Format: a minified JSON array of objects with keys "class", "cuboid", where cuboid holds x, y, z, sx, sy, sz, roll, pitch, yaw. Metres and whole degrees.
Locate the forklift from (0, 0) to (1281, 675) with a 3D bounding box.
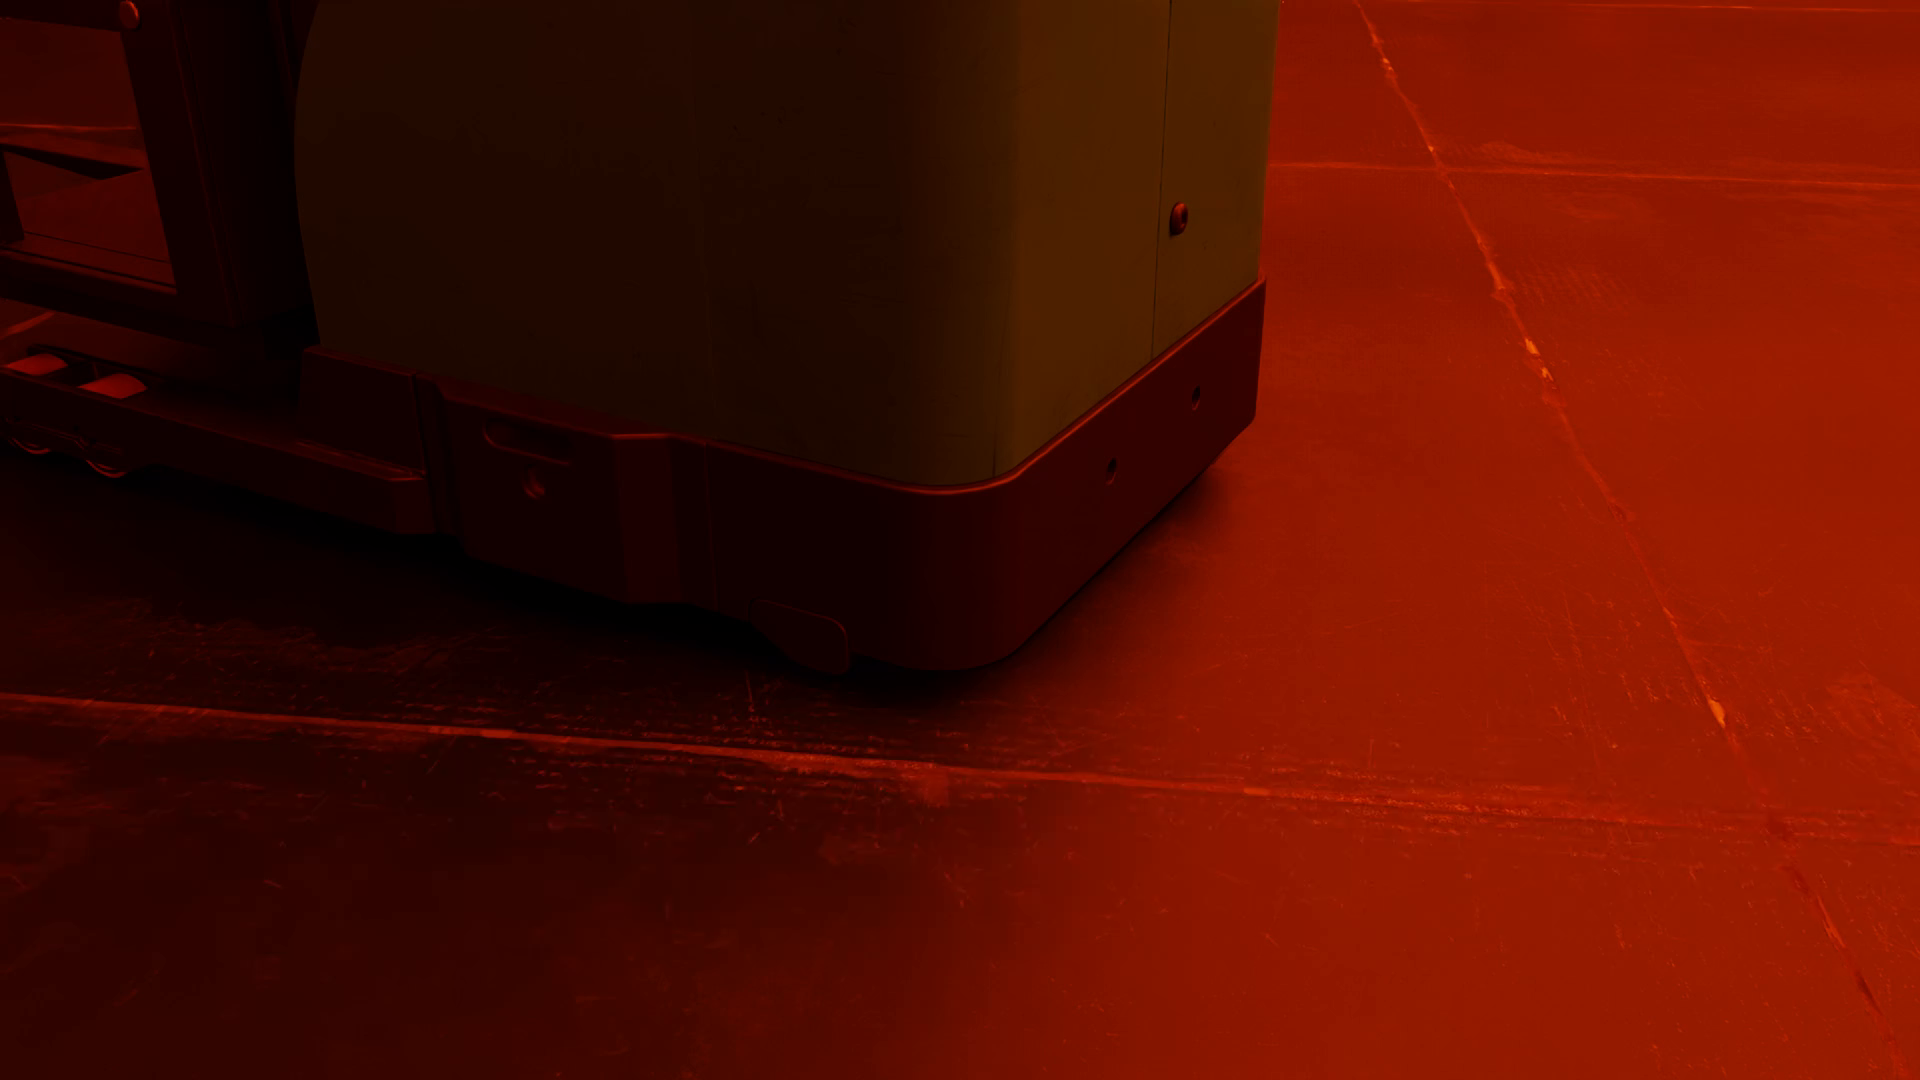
[{"class":"forklift","cuboid":[-1.051,-1.602,2.429,3.031,2.935,1.130,14,30,26]}]
